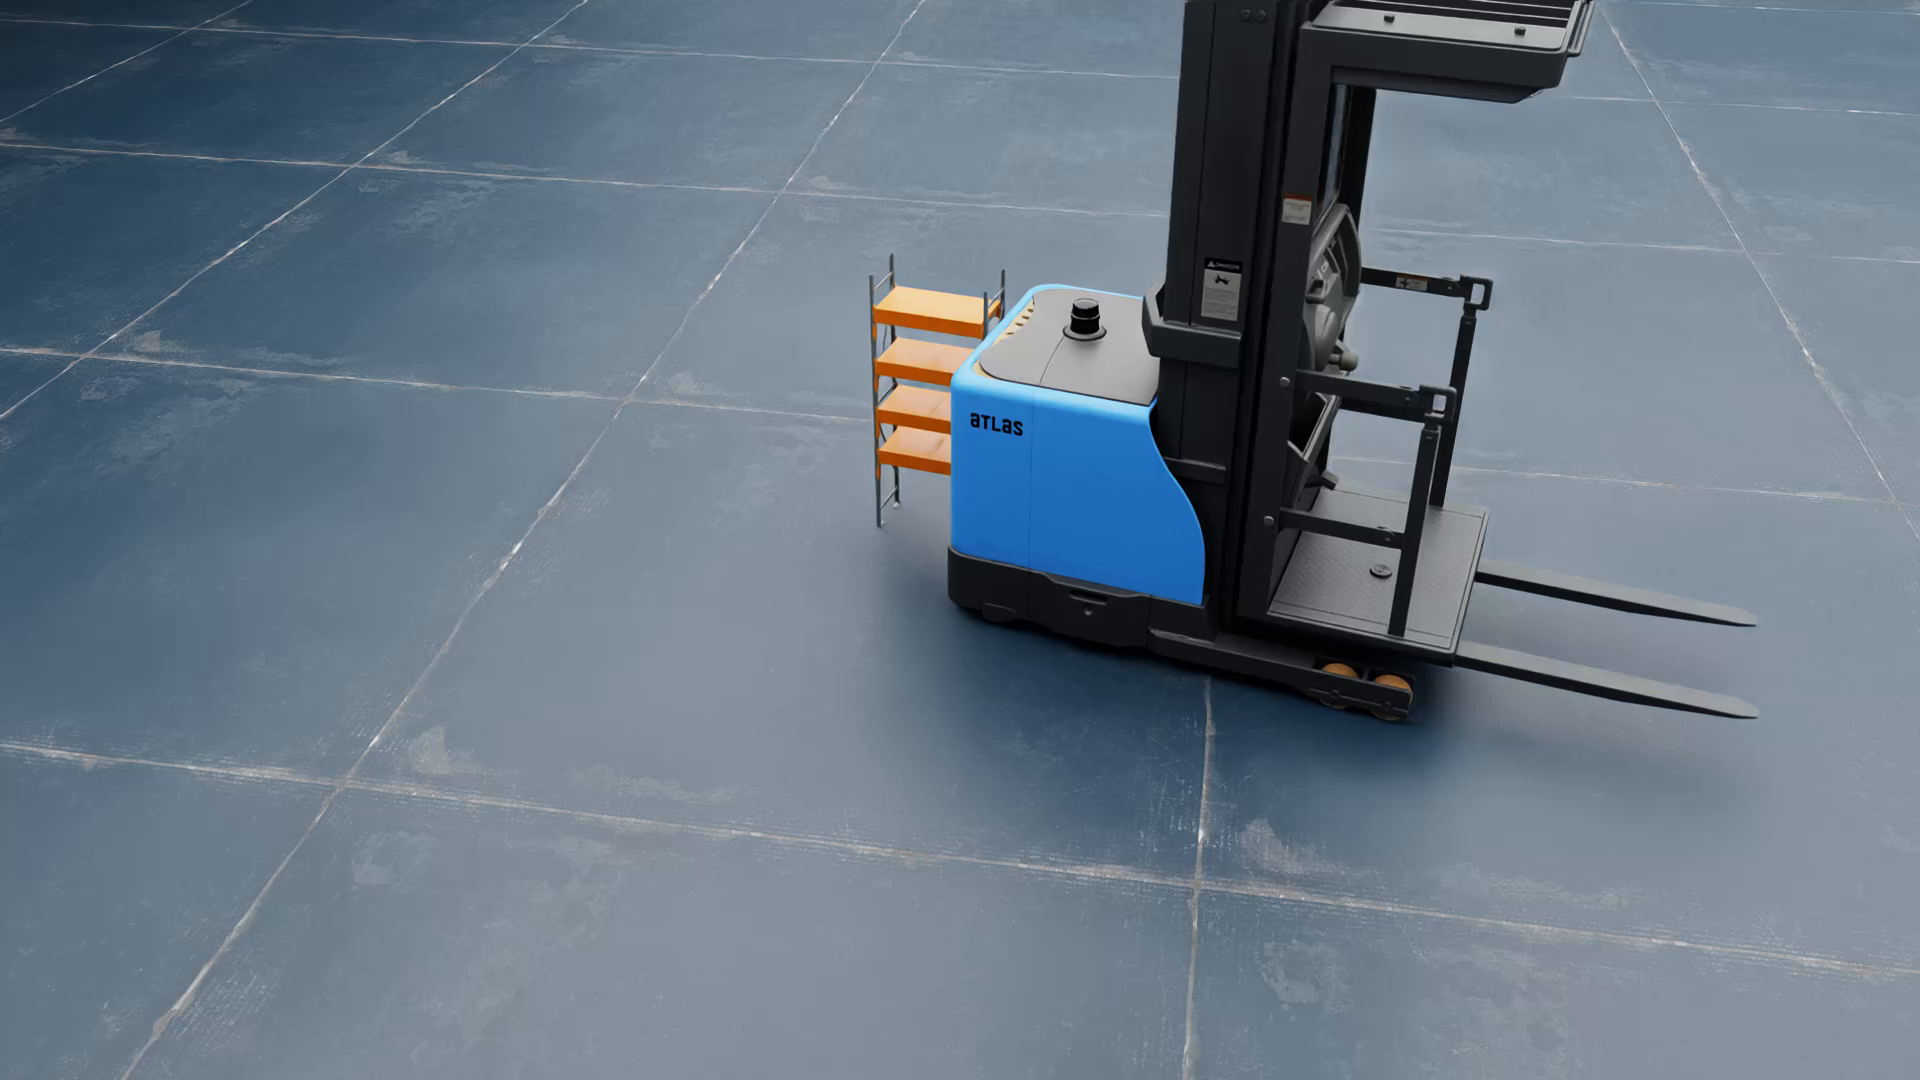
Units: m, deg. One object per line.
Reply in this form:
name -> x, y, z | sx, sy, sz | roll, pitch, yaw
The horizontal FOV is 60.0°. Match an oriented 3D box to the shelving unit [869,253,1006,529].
shelving unit -> -0.090, -0.575, 7.038 | 0.503, 1.200, 0.258 | 11, 34, 17

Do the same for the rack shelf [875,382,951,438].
rack shelf -> -0.090, -0.518, 7.073 | 0.480, 0.148, 0.258 | 11, 34, 17

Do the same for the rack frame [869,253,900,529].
rack frame -> -0.319, -0.619, 7.107 | 0.015, 1.200, 0.240 | 11, 34, 17

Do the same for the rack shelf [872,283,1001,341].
rack shelf -> -0.090, -0.908, 6.829 | 0.480, 0.148, 0.258 | 11, 34, 17

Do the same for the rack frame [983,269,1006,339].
rack frame -> 0.140, -0.531, 6.968 | 0.015, 1.200, 0.240 | 11, 34, 17

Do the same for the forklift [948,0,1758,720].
forklift -> 1.519, -0.893, 5.914 | 3.031, 2.935, 1.130 | 12, 34, 18

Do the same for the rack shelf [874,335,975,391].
rack shelf -> -0.090, -0.707, 6.955 | 0.480, 0.148, 0.258 | 11, 34, 17

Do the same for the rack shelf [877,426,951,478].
rack shelf -> -0.090, -0.350, 7.179 | 0.480, 0.148, 0.258 | 11, 34, 17
